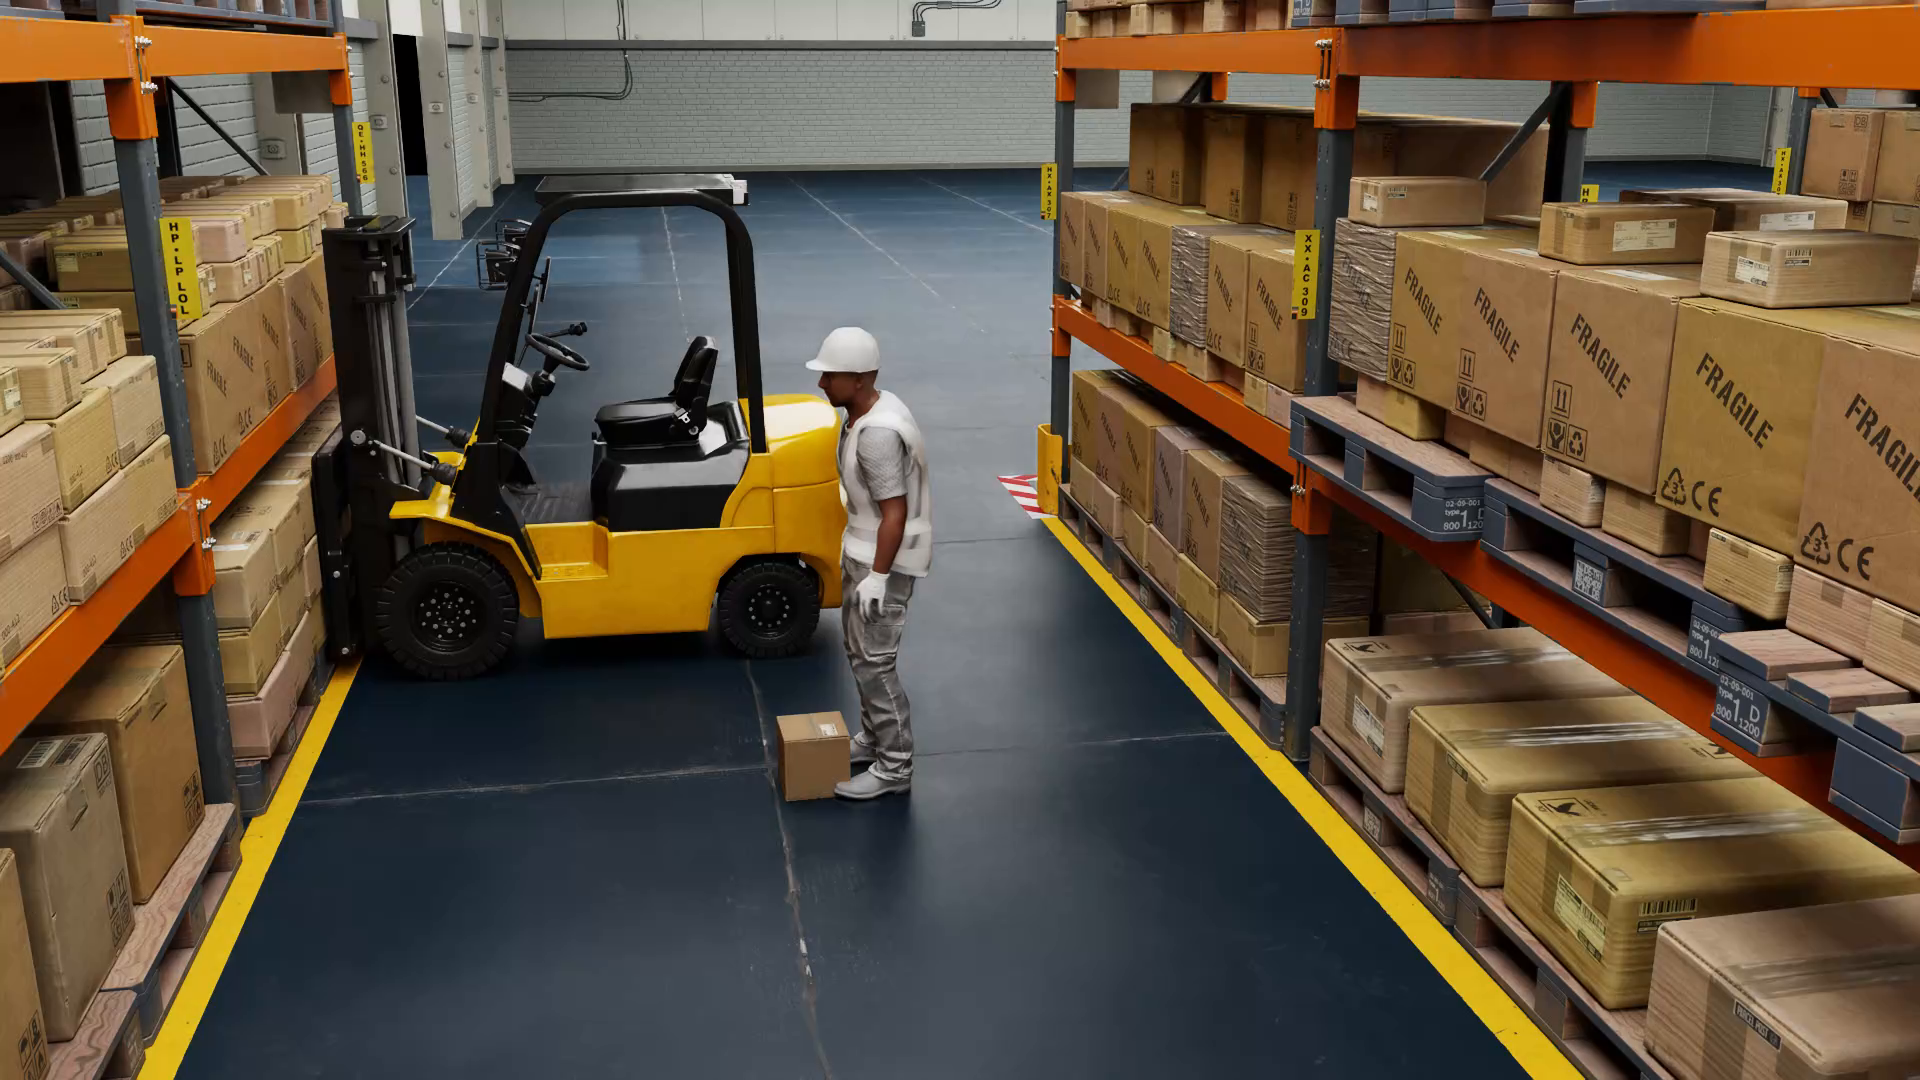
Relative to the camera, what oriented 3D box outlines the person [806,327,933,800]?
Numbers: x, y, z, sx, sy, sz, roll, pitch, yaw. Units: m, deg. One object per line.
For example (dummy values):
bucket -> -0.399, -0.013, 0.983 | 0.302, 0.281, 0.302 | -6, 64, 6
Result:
person -> -0.338, 0.081, 6.237 | 0.450, 1.774, 0.617 | -3, 16, -10
